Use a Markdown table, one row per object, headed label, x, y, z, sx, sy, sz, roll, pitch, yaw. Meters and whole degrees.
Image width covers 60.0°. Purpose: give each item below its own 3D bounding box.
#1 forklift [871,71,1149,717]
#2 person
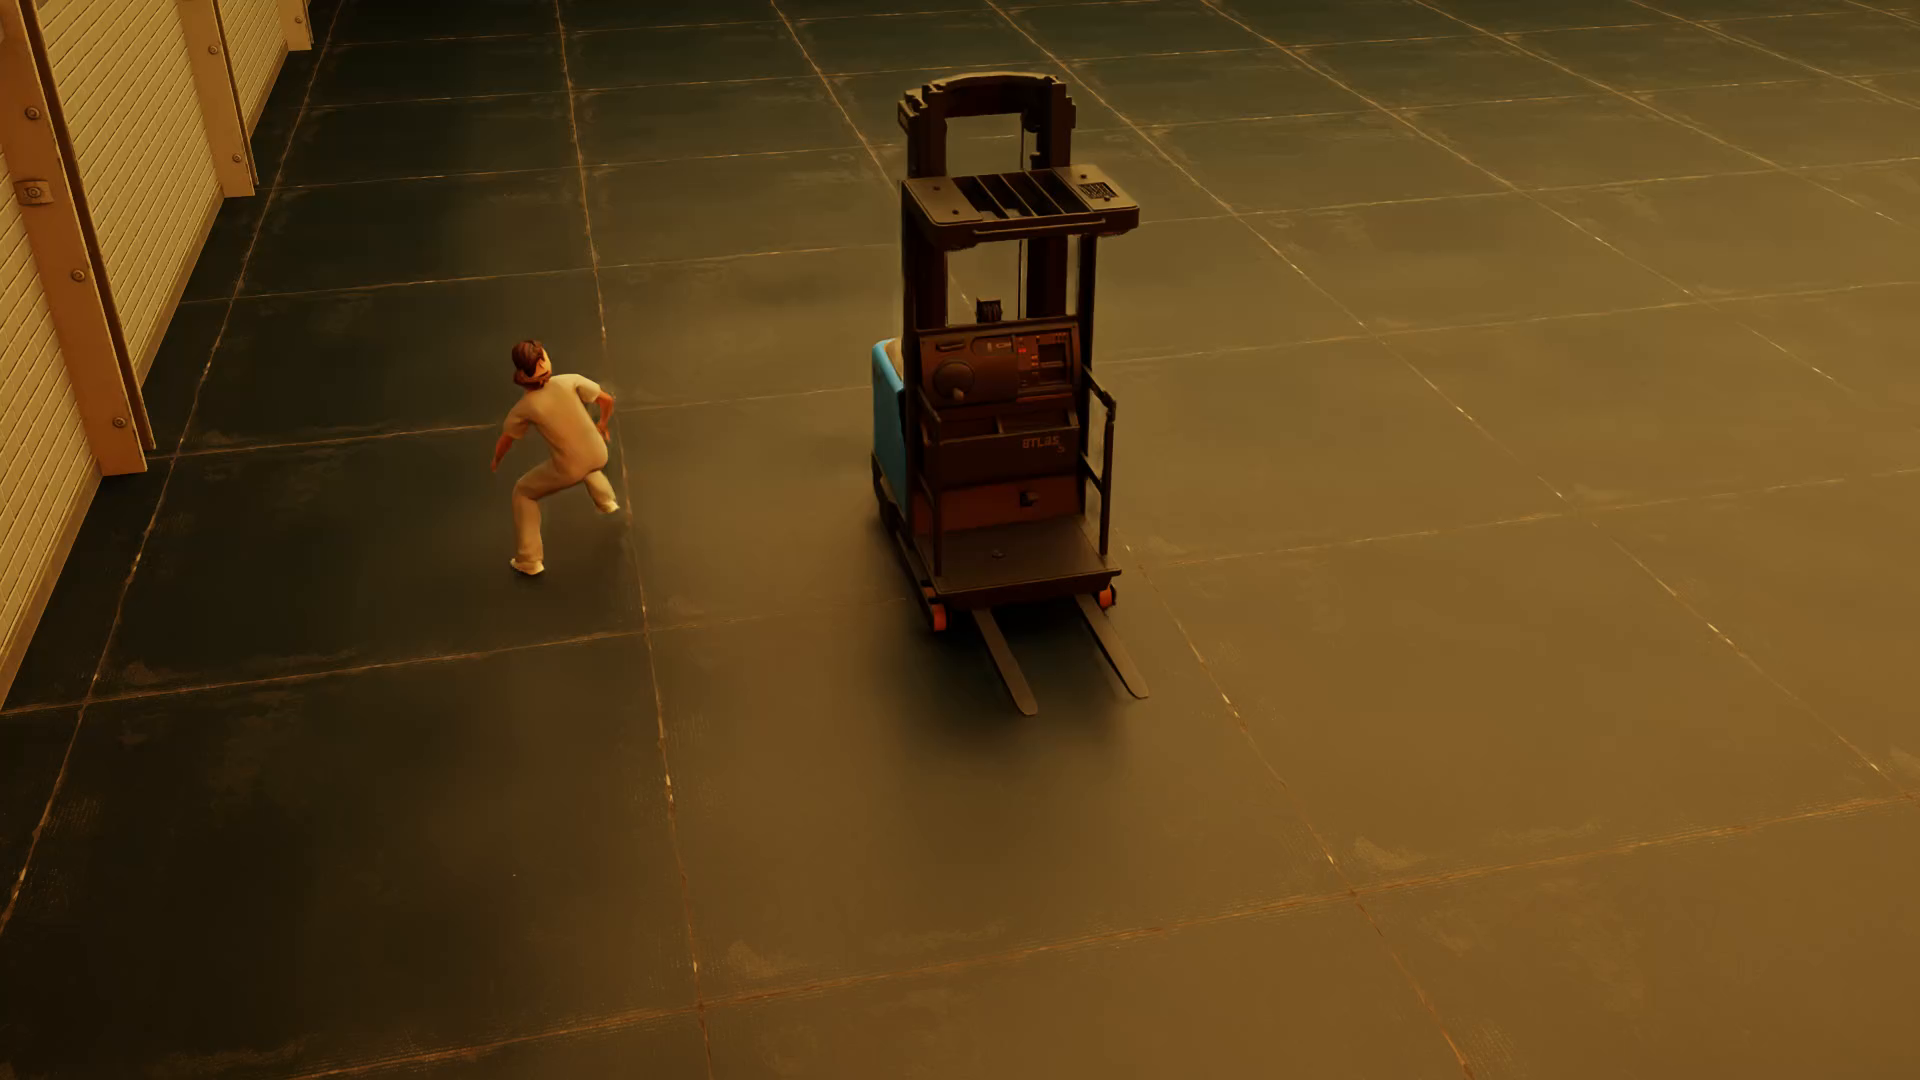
| label | x | y | z | sx | sy | sz | roll | pitch | yaw |
| --- | --- | --- | --- | --- | --- | --- | --- | --- | --- |
| forklift | 0.284 | -0.953 | 9.220 | 1.130 | 2.935 | 3.031 | -7 | 31 | -12 |
| person | -2.449 | -0.539 | 10.064 | 0.764 | 1.446 | 0.597 | -21 | 36 | -32 |
